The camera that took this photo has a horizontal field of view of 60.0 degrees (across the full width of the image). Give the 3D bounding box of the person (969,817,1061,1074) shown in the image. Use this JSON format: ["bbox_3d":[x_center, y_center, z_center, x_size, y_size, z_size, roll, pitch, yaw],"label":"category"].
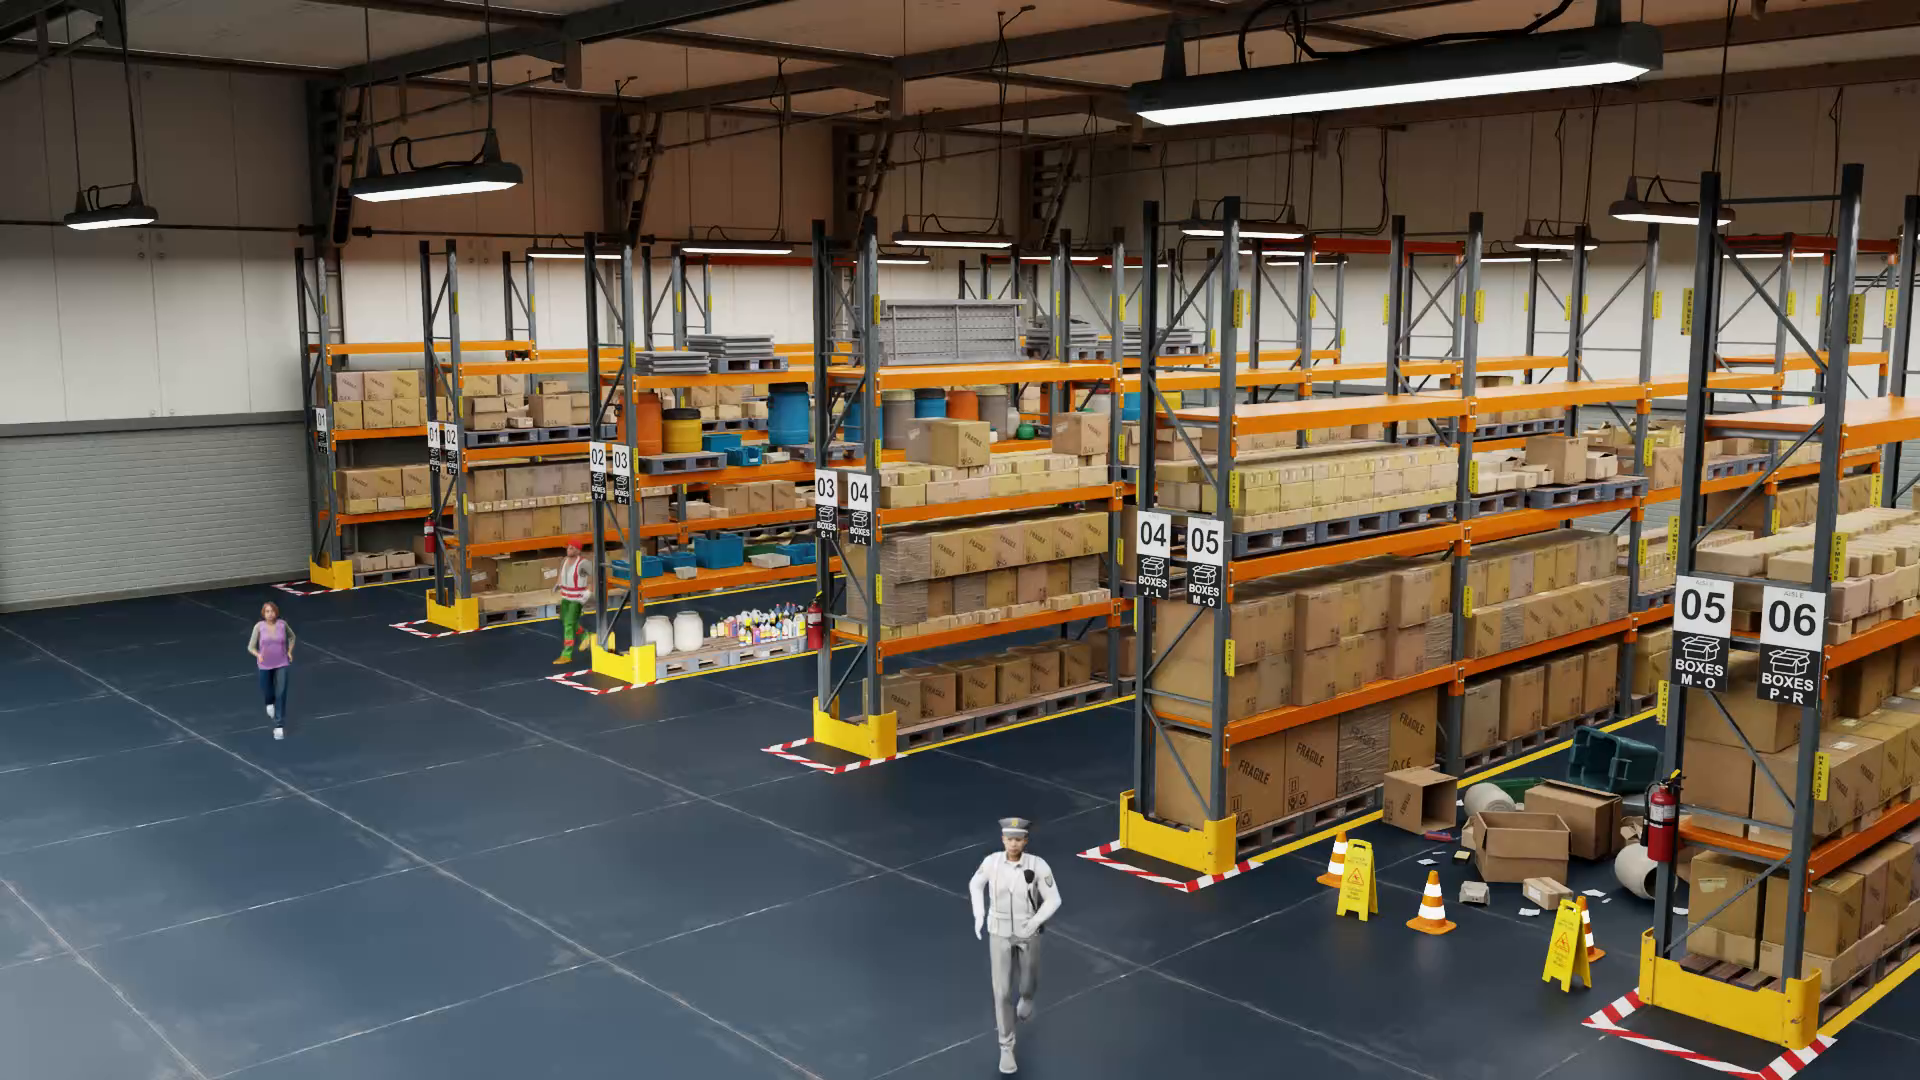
[{"bbox_3d":[0.370,2.677,11.371,0.643,1.670,0.876,1,8,6],"label":"person"}]

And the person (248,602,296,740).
[{"bbox_3d":[-8.146,1.511,19.738,0.538,1.596,0.812,-4,9,-25],"label":"person"}]

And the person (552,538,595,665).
[{"bbox_3d":[-5.434,0.846,23.601,0.694,1.779,0.826,5,10,32],"label":"person"}]
